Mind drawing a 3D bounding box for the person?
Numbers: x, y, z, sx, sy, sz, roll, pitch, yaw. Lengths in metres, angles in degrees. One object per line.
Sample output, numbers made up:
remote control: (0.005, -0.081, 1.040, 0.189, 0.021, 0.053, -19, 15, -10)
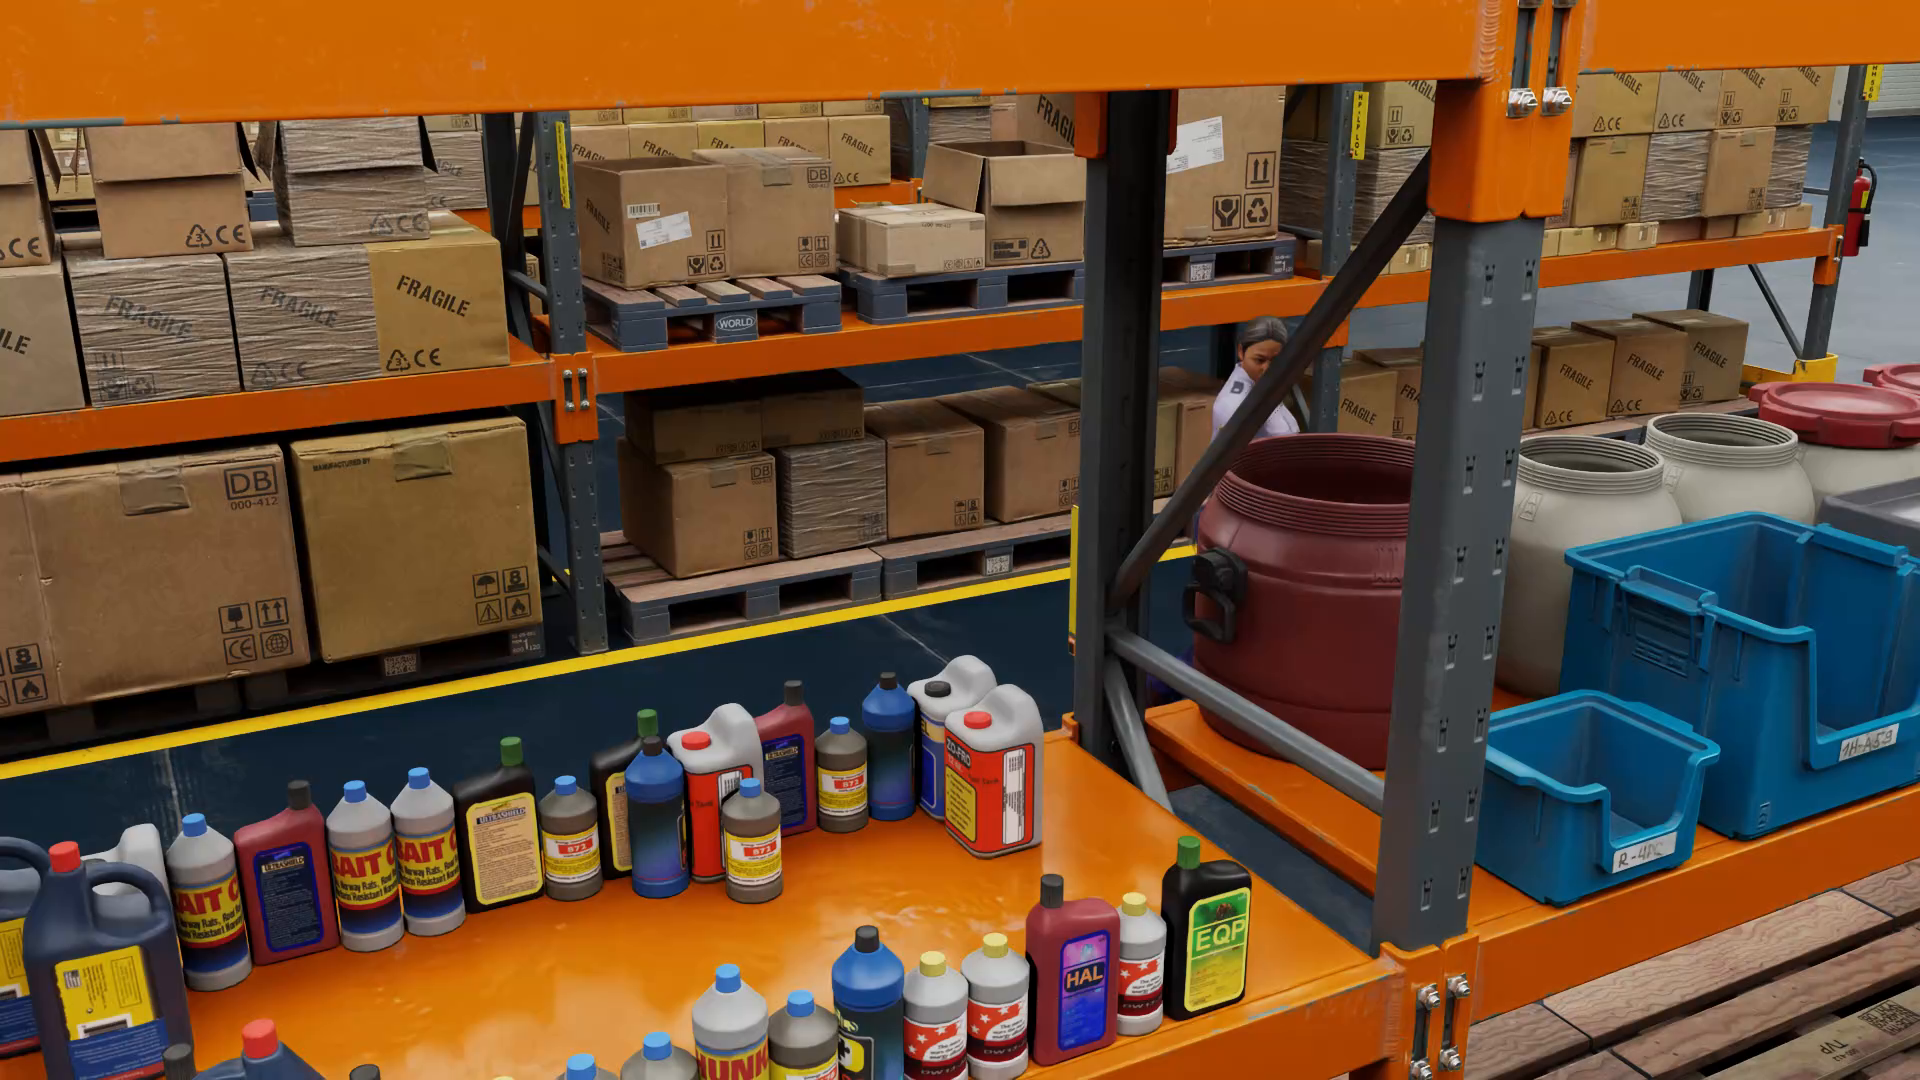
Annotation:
person: (1.029, -0.024, 6.126, 0.672, 1.635, 0.512, 6, 19, 16)
